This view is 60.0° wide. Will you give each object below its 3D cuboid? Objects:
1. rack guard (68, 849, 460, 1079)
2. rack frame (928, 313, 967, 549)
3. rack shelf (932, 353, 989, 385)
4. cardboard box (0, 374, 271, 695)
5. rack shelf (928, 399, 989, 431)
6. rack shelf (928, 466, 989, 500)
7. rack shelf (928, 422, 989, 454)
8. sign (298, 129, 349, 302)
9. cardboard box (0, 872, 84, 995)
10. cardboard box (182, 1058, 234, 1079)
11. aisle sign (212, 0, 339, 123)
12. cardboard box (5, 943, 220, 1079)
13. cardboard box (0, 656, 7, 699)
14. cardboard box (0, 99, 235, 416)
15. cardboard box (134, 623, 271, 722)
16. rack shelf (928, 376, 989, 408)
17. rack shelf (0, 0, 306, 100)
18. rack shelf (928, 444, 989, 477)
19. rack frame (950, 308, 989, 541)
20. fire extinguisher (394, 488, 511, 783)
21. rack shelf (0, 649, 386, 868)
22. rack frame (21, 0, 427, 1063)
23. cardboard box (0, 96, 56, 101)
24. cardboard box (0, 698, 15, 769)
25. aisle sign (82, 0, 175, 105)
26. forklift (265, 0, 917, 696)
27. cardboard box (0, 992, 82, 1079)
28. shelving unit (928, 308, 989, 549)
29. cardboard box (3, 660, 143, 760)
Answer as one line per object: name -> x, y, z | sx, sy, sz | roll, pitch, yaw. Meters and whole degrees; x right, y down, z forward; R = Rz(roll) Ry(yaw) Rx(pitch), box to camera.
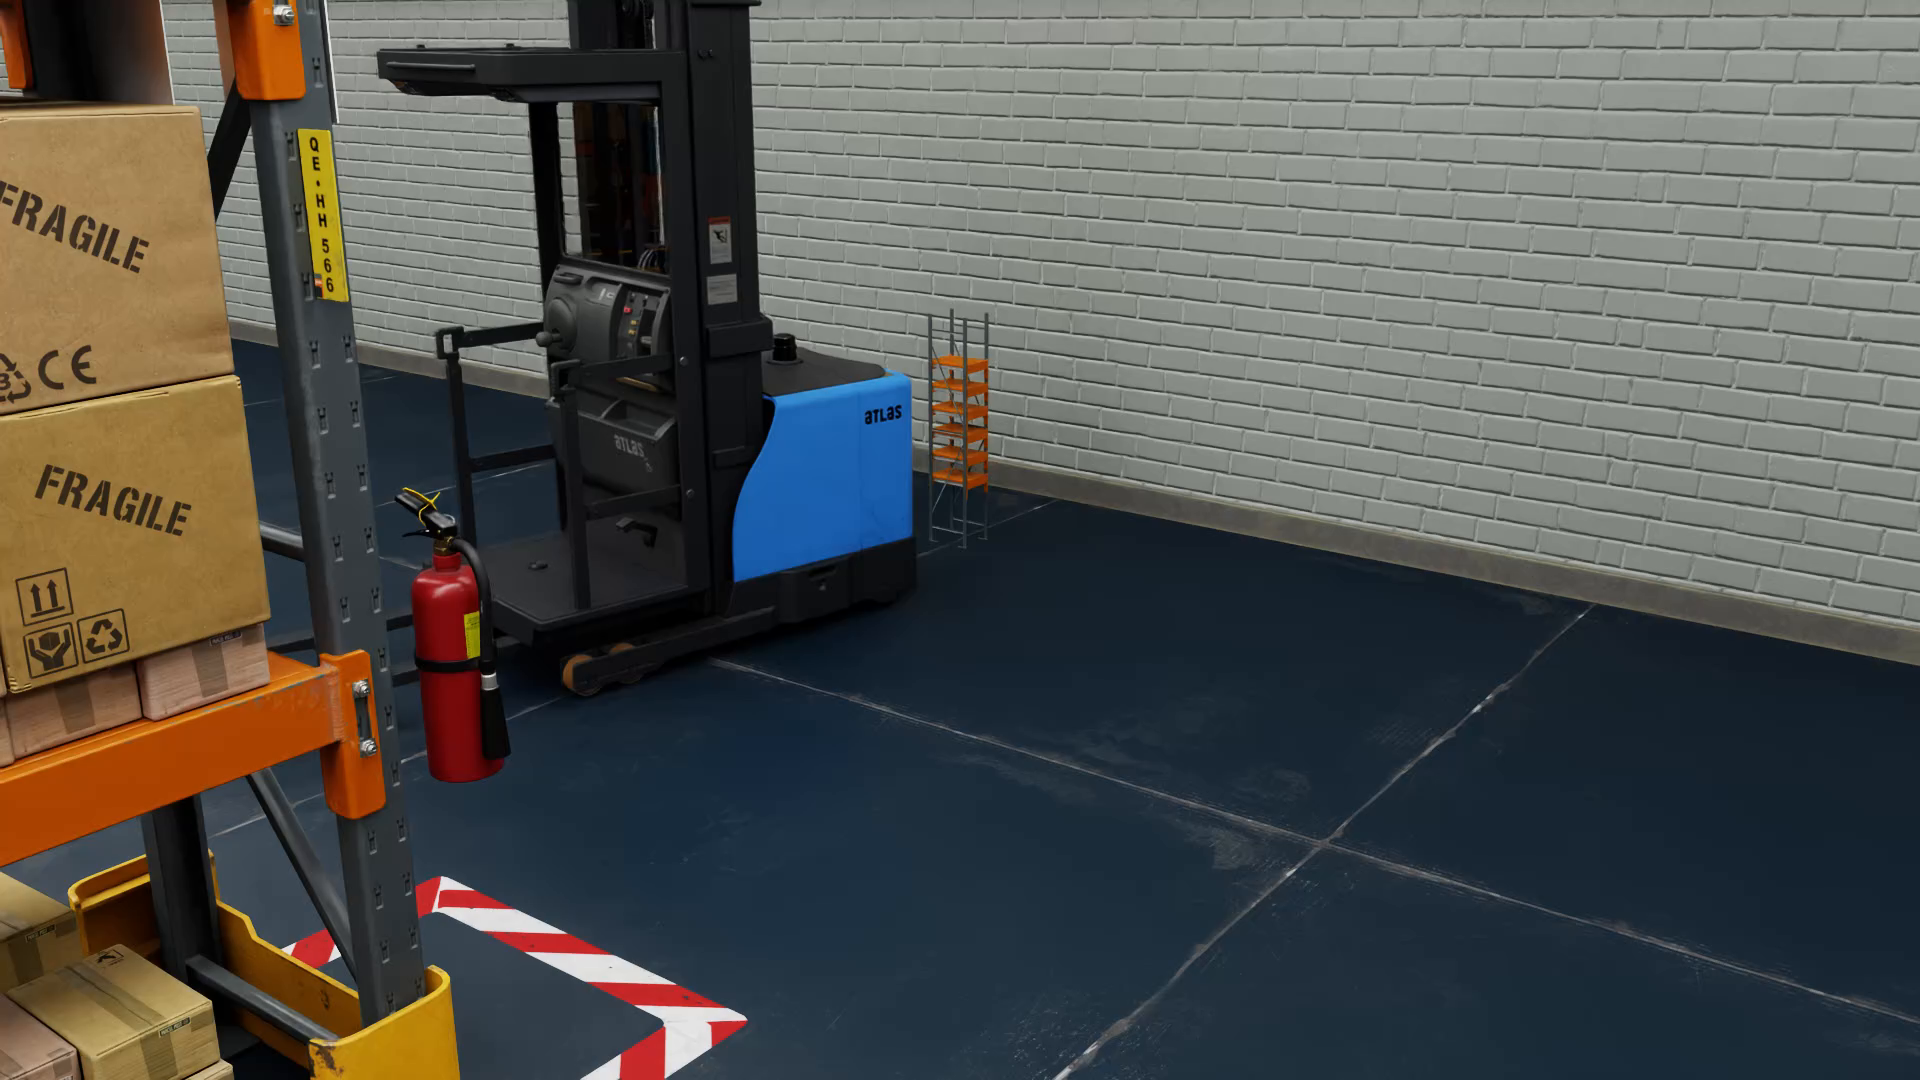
rack guard -> -1.712, 1.185, 4.083 | 1.175, 0.500, 0.348 | 12, 21, 35
rack frame -> -0.063, -0.548, 8.485 | 0.240, 1.200, 0.006 | 12, 21, 35
rack shelf -> -0.009, -0.871, 8.461 | 0.258, 0.103, 0.180 | 12, 21, 35
cardboard box -> -1.728, -0.064, 3.221 | 0.500, 0.500, 0.500 | 13, 21, 36
rack shelf -> -0.009, -0.642, 8.532 | 0.258, 0.103, 0.180 | 12, 21, 35
rack shelf -> -0.009, -0.298, 8.639 | 0.258, 0.103, 0.180 | 12, 21, 35
rack shelf -> -0.009, -0.527, 8.568 | 0.258, 0.103, 0.180 | 12, 21, 35
sign -> -1.233, -0.627, 3.221 | 0.100, 0.325, 0.005 | 12, 21, 35
cardboard box -> -2.252, 0.915, 3.835 | 0.380, 0.149, 0.250 | 11, 21, 32
cardboard box -> -1.752, 1.169, 3.520 | 0.380, 0.149, 0.250 | 12, 21, 33
aisle sign -> -1.383, -1.232, 3.271 | 0.394, 0.787, 0.004 | 12, 21, 35
cardboard box -> -1.779, 1.021, 3.493 | 0.380, 0.149, 0.250 | 13, 21, 35
cardboard box -> -2.039, 0.058, 2.829 | 0.500, 0.500, 0.500 | 12, 21, 34
cardboard box -> -1.740, -0.541, 3.071 | 0.500, 0.500, 0.500 | 12, 21, 34
cardboard box -> -1.634, 0.221, 3.397 | 0.380, 0.149, 0.250 | 12, 21, 35
rack shelf -> -0.009, -0.756, 8.497 | 0.258, 0.103, 0.180 | 12, 21, 35
rack shelf -> -2.859, -0.639, 1.899 | 1.077, 0.370, 4.000 | 12, 21, 35
rack shelf -> -0.009, -0.413, 8.603 | 0.258, 0.103, 0.180 | 12, 21, 35
rack frame -> 0.046, -0.591, 8.625 | 0.240, 1.200, 0.006 | 12, 21, 35
fire extinguisher -> -1.146, 0.210, 3.768 | 0.296, 0.674, 0.183 | 12, 21, 35
rack shelf -> -2.859, 0.793, 2.344 | 1.077, 0.370, 4.000 | 12, 21, 35
rack frame -> -1.667, -0.026, 3.771 | 1.000, 3.000, 0.127 | 12, 21, 35
cardboard box -> -2.148, -0.634, 3.371 | 0.500, 0.500, 0.500 | 12, 21, 34
cardboard box -> -1.950, 0.336, 3.027 | 0.380, 0.149, 0.250 | 12, 21, 34
aisle sign -> -1.865, -1.338, 3.612 | 0.394, 0.787, 0.004 | 12, 21, 35
forklift -> -1.640, -0.944, 6.841 | 3.031, 2.935, 1.130 | -15, 23, -40
cardboard box -> -1.975, 1.071, 3.333 | 0.380, 0.149, 0.250 | 13, 21, 36
shelving unit -> -0.009, -0.570, 8.555 | 0.258, 1.200, 0.189 | 12, 21, 35
cardboard box -> -1.813, 0.274, 3.228 | 0.380, 0.149, 0.250 | 12, 21, 35
